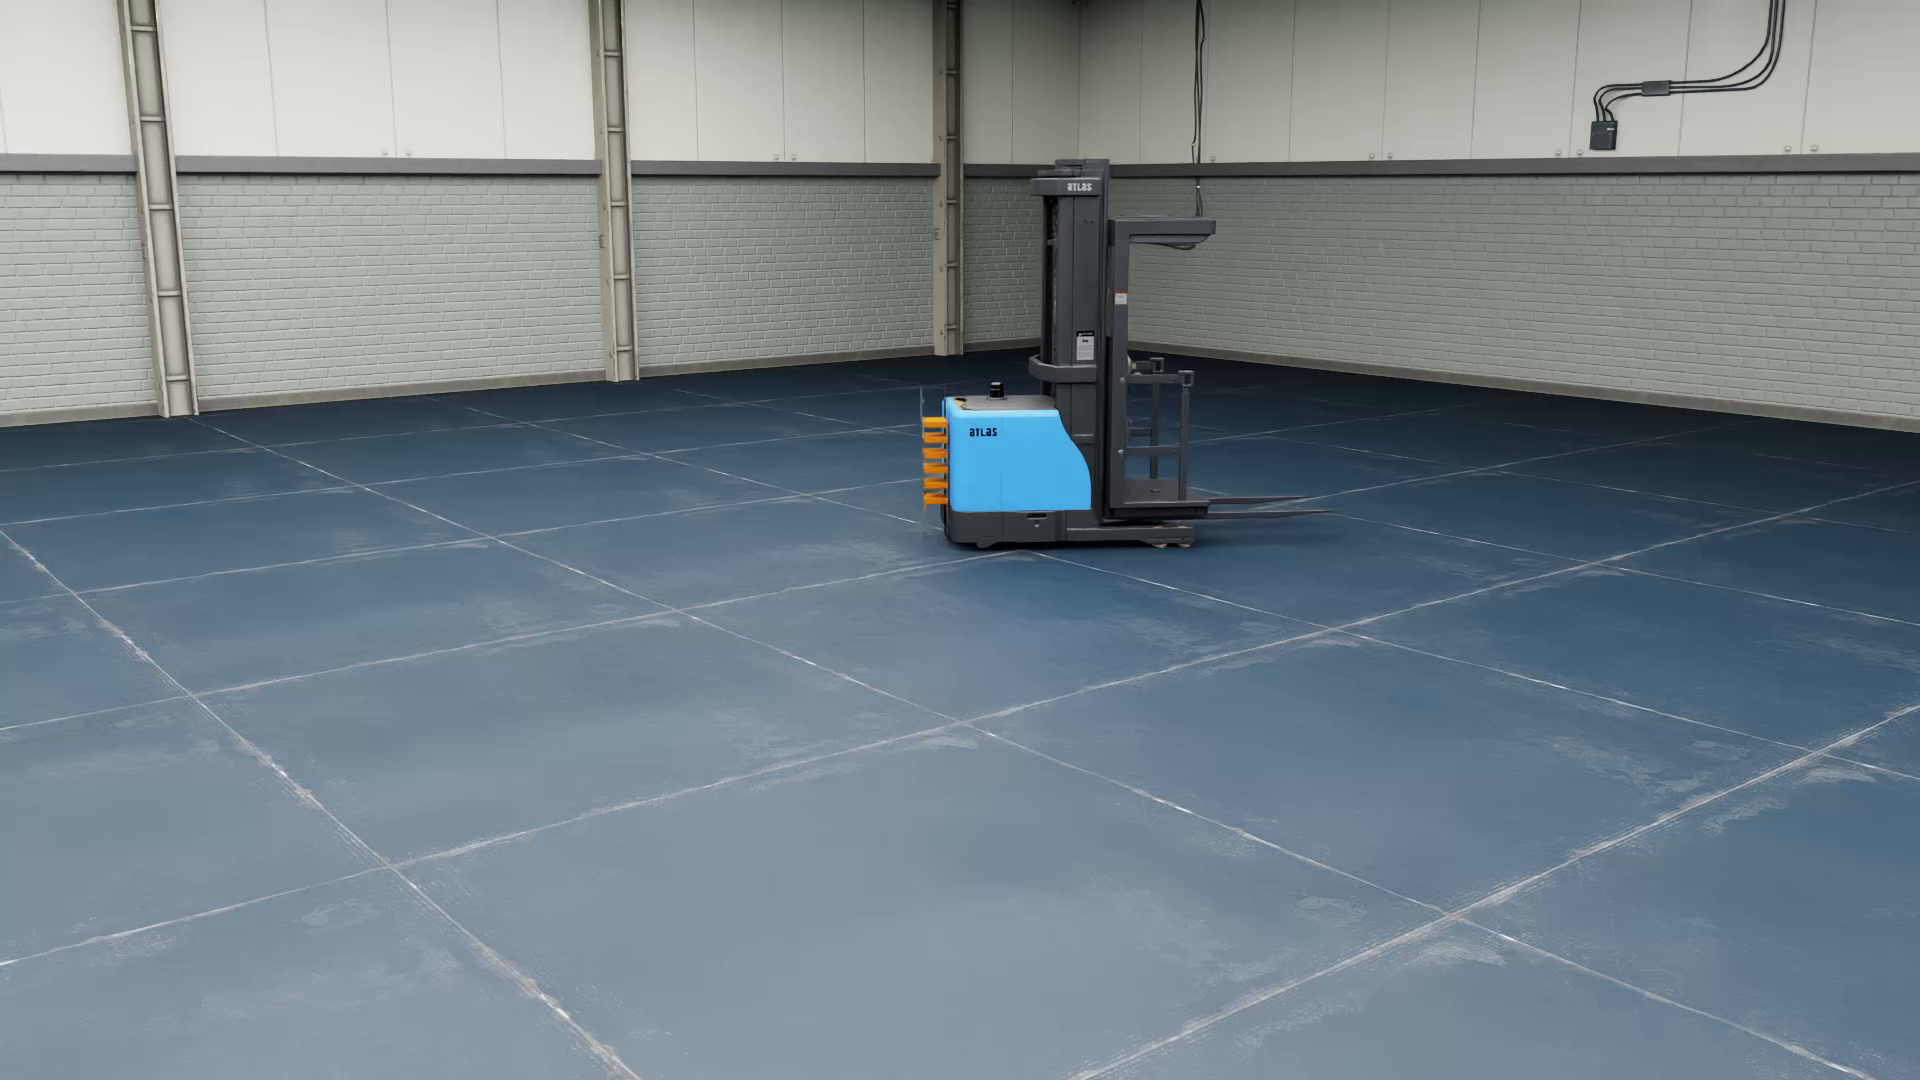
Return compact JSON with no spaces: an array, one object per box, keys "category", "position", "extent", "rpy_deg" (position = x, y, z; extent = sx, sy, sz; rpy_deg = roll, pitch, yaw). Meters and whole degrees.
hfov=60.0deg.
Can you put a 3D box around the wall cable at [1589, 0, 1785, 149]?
[{"category":"wall cable","position":[8.852,-7.783,19.929],"extent":[0.169,6.003,2.305],"rpy_deg":[-9,15,-38]}]

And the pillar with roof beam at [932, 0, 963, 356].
[{"category":"pillar with roof beam","position":[2.496,-6.795,23.465],"extent":[0.400,9.000,9.100],"rpy_deg":[-9,15,-38]}]

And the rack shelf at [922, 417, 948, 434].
[{"category":"rack shelf","position":[-0.199,-0.891,12.919],"extent":[0.180,0.103,0.258],"rpy_deg":[-1,12,-6]}]

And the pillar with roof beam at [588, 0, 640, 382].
[{"category":"pillar with roof beam","position":[-2.189,-6.017,19.799],"extent":[0.400,9.000,9.100],"rpy_deg":[-9,15,-38]}]

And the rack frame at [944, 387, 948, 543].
[{"category":"rack frame","position":[-0.108,-0.585,12.995],"extent":[0.006,1.200,0.240],"rpy_deg":[-1,12,-6]}]

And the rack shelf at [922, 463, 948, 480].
[{"category":"rack shelf","position":[-0.199,-0.539,12.994],"extent":[0.180,0.103,0.258],"rpy_deg":[-1,12,-6]}]

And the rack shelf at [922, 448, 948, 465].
[{"category":"rack shelf","position":[-0.199,-0.657,12.969],"extent":[0.180,0.103,0.258],"rpy_deg":[-1,12,-6]}]

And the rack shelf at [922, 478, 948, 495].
[{"category":"rack shelf","position":[-0.199,-0.422,13.019],"extent":[0.180,0.103,0.258],"rpy_deg":[-1,12,-6]}]

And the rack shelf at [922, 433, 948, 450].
[{"category":"rack shelf","position":[-0.199,-0.774,12.944],"extent":[0.180,0.103,0.258],"rpy_deg":[-1,12,-6]}]

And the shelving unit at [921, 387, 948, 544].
[{"category":"shelving unit","position":[-0.199,-0.583,12.985],"extent":[0.189,1.200,0.258],"rpy_deg":[-1,12,-6]}]

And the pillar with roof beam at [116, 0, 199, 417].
[{"category":"pillar with roof beam","position":[-6.874,-5.238,16.132],"extent":[0.400,9.000,9.100],"rpy_deg":[-9,15,-38]}]

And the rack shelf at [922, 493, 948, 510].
[{"category":"rack shelf","position":[-0.199,-0.305,13.044],"extent":[0.180,0.103,0.258],"rpy_deg":[-1,12,-6]}]

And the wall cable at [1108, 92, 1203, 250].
[{"category":"wall cable","position":[2.933,-6.142,27.866],"extent":[0.112,2.526,3.097],"rpy_deg":[-9,15,-38]}]

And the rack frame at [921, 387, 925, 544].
[{"category":"rack frame","position":[-0.289,-0.581,12.975],"extent":[0.006,1.200,0.240],"rpy_deg":[-1,12,-6]}]

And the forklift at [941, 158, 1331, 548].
[{"category":"forklift","position":[1.396,-1.481,13.048],"extent":[3.031,2.935,1.130],"rpy_deg":[-1,12,-6]}]

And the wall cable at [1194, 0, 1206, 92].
[{"category":"wall cable","position":[4.623,-8.174,25.275],"extent":[0.112,2.526,3.097],"rpy_deg":[-9,15,-38]}]
